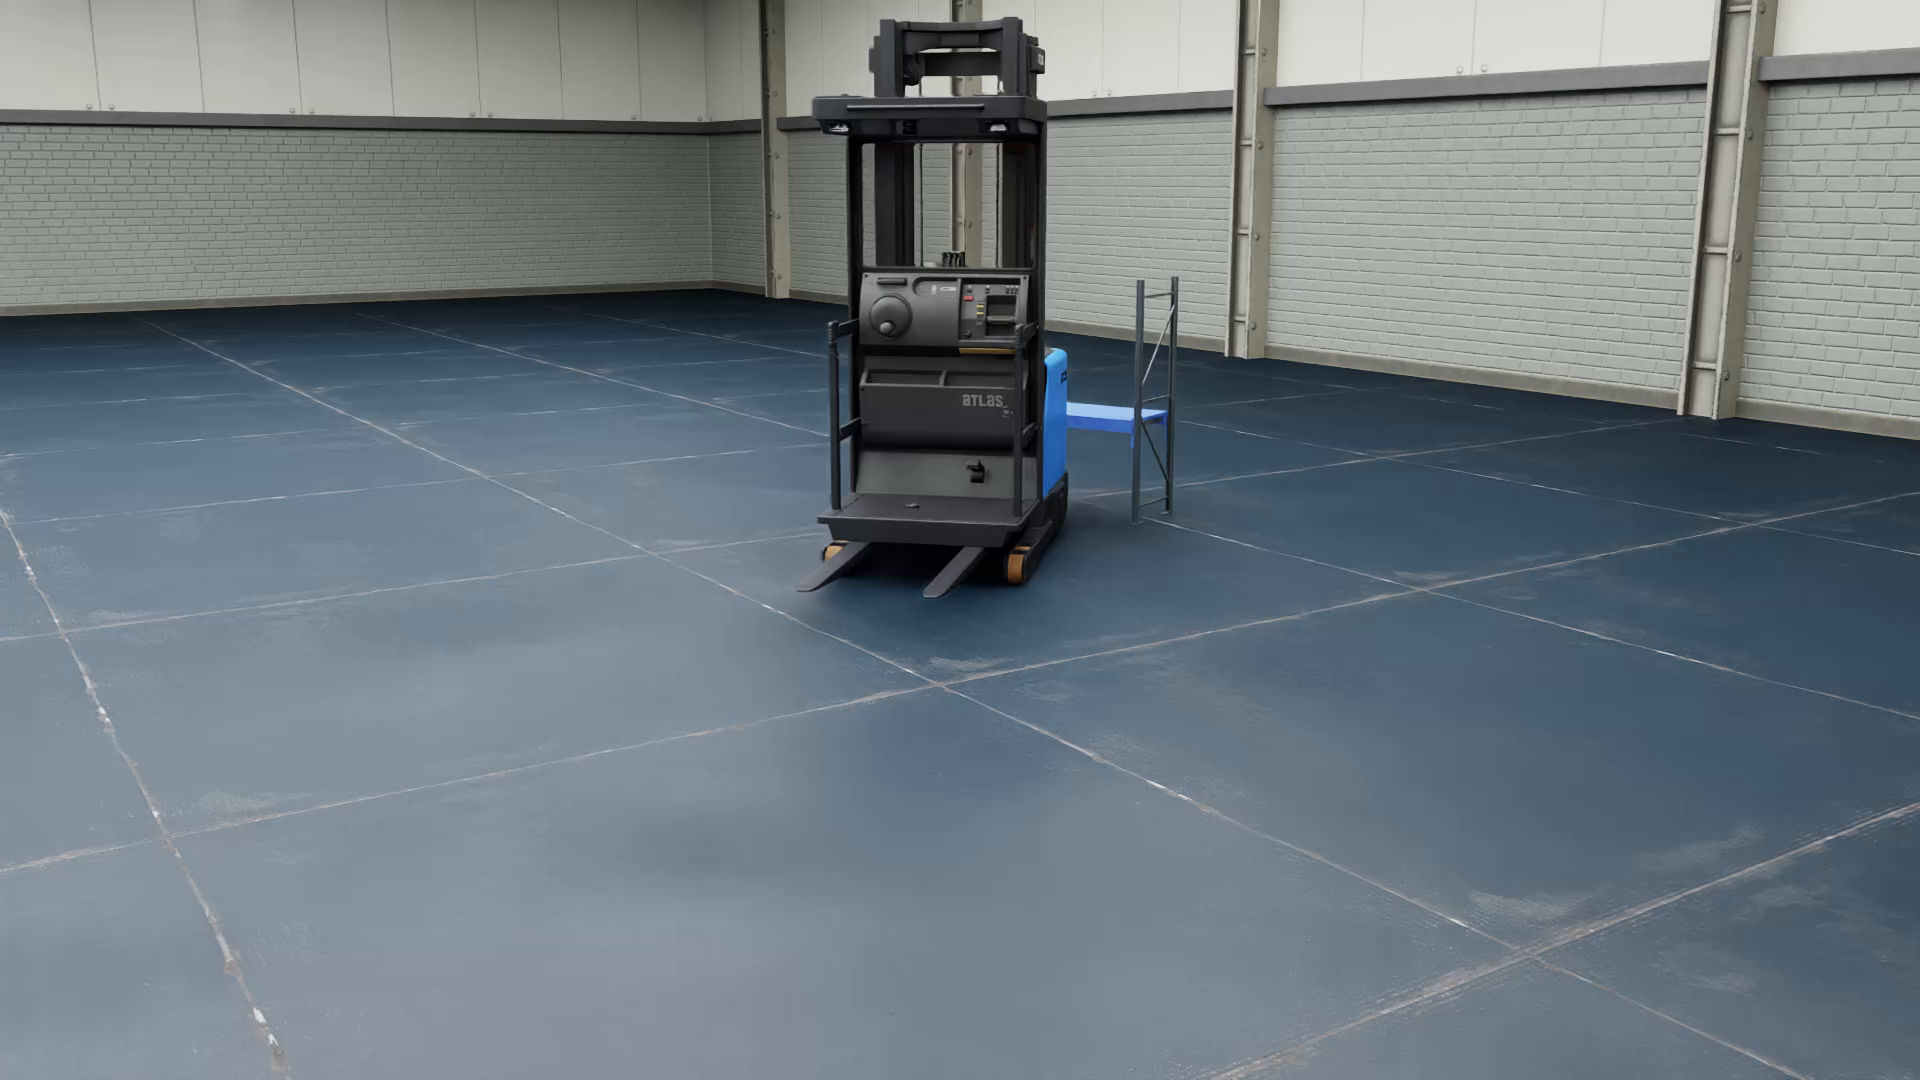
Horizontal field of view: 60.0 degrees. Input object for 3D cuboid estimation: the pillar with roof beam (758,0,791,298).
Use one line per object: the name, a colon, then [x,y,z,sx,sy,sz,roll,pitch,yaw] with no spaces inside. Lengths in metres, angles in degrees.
pillar with roof beam: [-6.824,-8.211,26.344,9.100,9.000,0.400,-8,15,-33]

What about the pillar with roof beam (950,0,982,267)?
pillar with roof beam: [-3.500,-7.144,21.465,9.100,9.000,0.400,-8,15,-33]

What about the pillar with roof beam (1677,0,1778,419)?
pillar with roof beam: [3.149,-5.010,11.705,9.100,9.000,0.400,-8,15,-33]

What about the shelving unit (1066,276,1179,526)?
shelving unit: [0.789,-0.929,10.597,1.048,1.500,0.538,8,15,33]

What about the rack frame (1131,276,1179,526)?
rack frame: [1.211,-0.868,10.321,0.032,1.500,0.500,8,15,33]

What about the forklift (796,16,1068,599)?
forklift: [-0.129,-1.282,8.863,1.130,2.935,3.031,3,13,11]

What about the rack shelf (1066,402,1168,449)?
rack shelf: [0.789,-0.753,10.636,1.000,0.185,0.538,8,15,33]

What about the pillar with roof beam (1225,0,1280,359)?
pillar with roof beam: [-0.175,-6.077,16.585,9.100,9.000,0.400,-8,15,-33]
